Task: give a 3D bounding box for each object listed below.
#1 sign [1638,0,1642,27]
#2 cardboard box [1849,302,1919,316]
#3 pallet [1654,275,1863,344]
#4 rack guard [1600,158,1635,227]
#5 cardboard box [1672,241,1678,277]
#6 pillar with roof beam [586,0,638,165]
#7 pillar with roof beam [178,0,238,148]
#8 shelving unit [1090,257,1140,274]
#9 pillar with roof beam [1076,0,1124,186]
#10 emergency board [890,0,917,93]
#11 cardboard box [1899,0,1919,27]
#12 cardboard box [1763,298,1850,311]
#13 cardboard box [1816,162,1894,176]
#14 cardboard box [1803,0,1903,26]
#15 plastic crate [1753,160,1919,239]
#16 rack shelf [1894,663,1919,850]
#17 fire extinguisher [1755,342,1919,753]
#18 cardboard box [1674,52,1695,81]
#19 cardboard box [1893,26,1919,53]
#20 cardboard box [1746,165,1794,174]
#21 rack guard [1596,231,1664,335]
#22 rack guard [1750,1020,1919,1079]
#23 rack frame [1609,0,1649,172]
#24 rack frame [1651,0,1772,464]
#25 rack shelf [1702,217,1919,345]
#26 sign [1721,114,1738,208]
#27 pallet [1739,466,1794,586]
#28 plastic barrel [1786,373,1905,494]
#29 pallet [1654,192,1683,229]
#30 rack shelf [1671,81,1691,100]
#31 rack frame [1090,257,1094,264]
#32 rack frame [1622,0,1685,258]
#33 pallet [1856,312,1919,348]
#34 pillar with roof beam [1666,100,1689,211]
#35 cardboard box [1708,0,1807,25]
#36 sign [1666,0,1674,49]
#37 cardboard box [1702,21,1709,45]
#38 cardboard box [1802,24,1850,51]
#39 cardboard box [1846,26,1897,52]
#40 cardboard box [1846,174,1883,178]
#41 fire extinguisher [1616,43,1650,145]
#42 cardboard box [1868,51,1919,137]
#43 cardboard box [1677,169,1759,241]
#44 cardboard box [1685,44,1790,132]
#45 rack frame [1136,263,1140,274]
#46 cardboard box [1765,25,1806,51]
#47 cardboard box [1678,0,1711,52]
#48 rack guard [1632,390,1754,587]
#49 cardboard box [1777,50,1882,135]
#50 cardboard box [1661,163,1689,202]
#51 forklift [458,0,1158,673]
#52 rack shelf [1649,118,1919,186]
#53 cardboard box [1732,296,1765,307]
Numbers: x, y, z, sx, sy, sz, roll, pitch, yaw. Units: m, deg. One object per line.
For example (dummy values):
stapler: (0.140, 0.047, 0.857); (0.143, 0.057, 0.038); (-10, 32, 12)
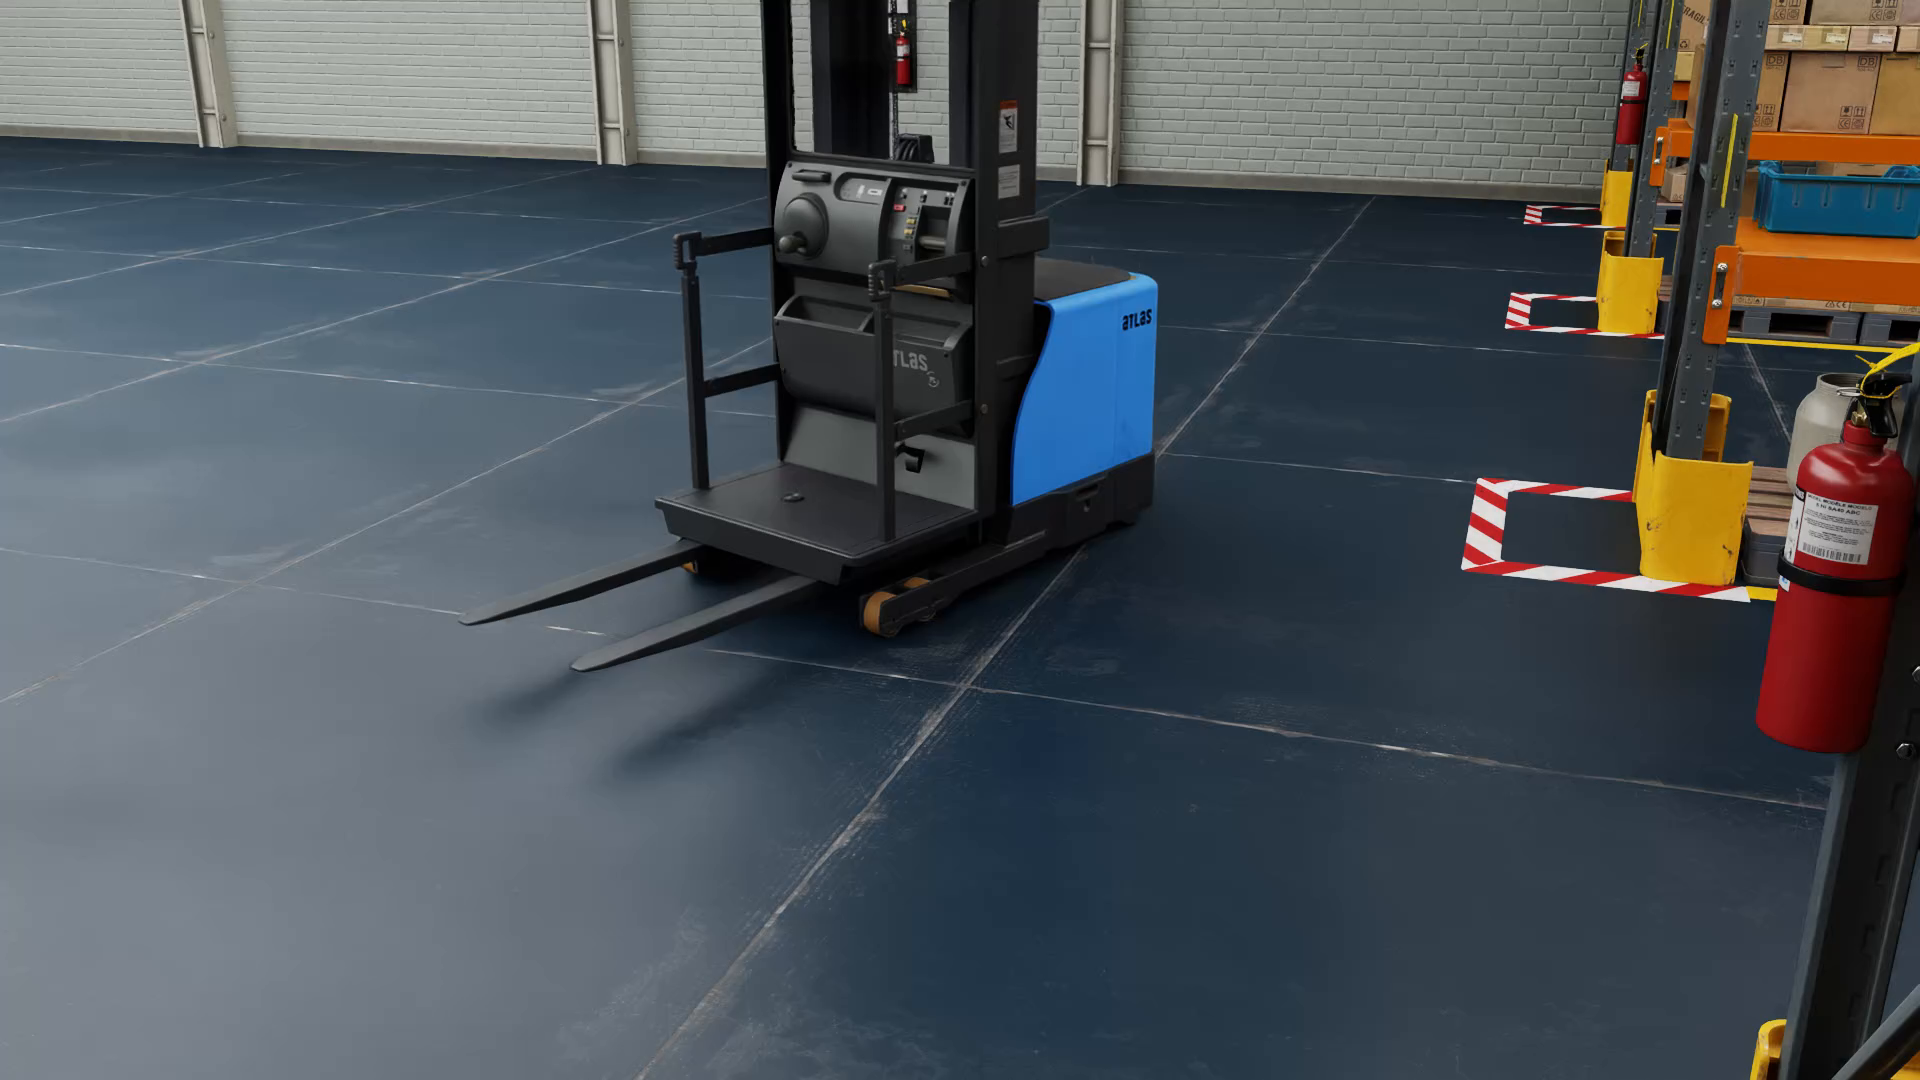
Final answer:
sign: (6.061, -4.741, 14.806); (0.005, 0.325, 0.100); (7, 20, 18)
cardboard box: (5.996, -1.626, 10.724); (0.500, 0.250, 0.500); (7, 20, 18)
pallet: (5.353, -1.574, 11.272); (1.213, 0.211, 1.003); (7, 20, 18)
rack guard: (6.310, -3.313, 15.820); (0.348, 0.500, 1.175); (7, 20, 18)
cardboard box: (5.220, -1.895, 11.493); (0.500, 0.250, 0.500); (7, 20, 18)
pillar with roof beam: (-5.564, -7.485, 14.878); (0.400, 9.000, 9.100); (7, 20, 18)
pillar with roof beam: (-11.232, -8.133, 16.737); (0.400, 9.000, 9.100); (7, 20, 18)
shelving unit: (0.630, -0.742, 7.595); (0.252, 1.050, 0.215); (14, 21, 35)
pillar with roof beam: (0.103, -6.837, 13.019); (0.400, 9.000, 9.100); (7, 20, 18)
emergency board: (-0.806, -5.622, 18.646); (0.643, 1.169, 0.194); (7, 20, 18)
cardboard box: (6.078, -3.451, 10.297); (0.500, 0.500, 0.700); (7, 20, 18)
cardboard box: (5.524, -1.681, 10.880); (0.500, 0.250, 0.500); (7, 20, 18)
cardboard box: (8.078, -3.270, 15.028); (0.500, 0.500, 0.700); (5, 20, 15)
cardboard box: (5.602, -3.505, 10.452); (0.500, 0.500, 0.700); (6, 20, 17)
plastic crate: (3.558, -1.390, 6.732); (0.616, 0.251, 0.499); (7, 20, 18)
rack shelf: (3.251, 0.675, 1.676); (4.000, 0.370, 1.077); (7, 20, 18)
fire extinguisher: (1.405, 0.000, 2.637); (0.183, 0.674, 0.296); (7, 20, 18)
cardboard box: (6.595, -4.288, 15.019); (0.500, 0.250, 0.500); (6, 20, 16)
cardboard box: (5.892, -3.094, 10.257); (0.250, 0.149, 0.380); (6, 20, 16)
cardboard box: (7.401, -3.275, 15.331); (0.500, 0.311, 0.500); (8, 21, 23)
rack guard: (4.594, -1.783, 11.431); (0.348, 0.500, 1.175); (7, 20, 18)
rack guard: (1.434, 1.308, 2.565); (0.348, 0.500, 1.175); (7, 20, 18)
rack frame: (6.239, -4.501, 15.432); (0.127, 3.000, 1.000); (7, 20, 18)
rack frame: (2.987, -1.421, 6.595); (0.127, 3.000, 1.000); (7, 20, 18)
rack shelf: (4.877, -0.865, 6.094); (4.000, 0.370, 1.077); (7, 20, 18)
sign: (2.803, -1.381, 6.061); (0.005, 0.325, 0.100); (7, 20, 18)
pallet: (3.840, -0.021, 6.816); (1.213, 0.211, 1.003); (7, 20, 18)
plastic barrel: (3.634, -0.397, 6.800); (0.421, 0.512, 0.421); (0, 19, 0)
pallet: (7.066, -3.078, 15.585); (1.213, 0.211, 1.003); (7, 20, 18)
rack shelf: (8.128, -3.946, 14.931); (4.000, 0.370, 1.077); (7, 20, 18)
rack frame: (0.533, -0.767, 7.665); (0.008, 1.050, 0.200); (14, 21, 35)
rack frame: (4.617, -2.961, 11.013); (0.127, 3.000, 1.000); (7, 20, 18)
pallet: (6.501, -1.442, 10.892); (1.213, 0.211, 1.003); (7, 20, 18)
pillar with roof beam: (5.771, -6.189, 11.160); (0.400, 9.000, 9.100); (7, 20, 18)
cardboard box: (5.103, -3.560, 10.610); (0.500, 0.500, 0.700); (7, 20, 18)
sign: (4.429, -3.235, 10.364); (0.005, 0.325, 0.100); (7, 20, 18)
cardboard box: (5.040, -3.332, 10.941); (0.250, 0.149, 0.380); (6, 20, 17)
cardboard box: (5.402, -3.150, 10.418); (0.250, 0.149, 0.380); (7, 20, 18)
cardboard box: (5.640, -3.122, 10.338); (0.250, 0.149, 0.380); (6, 20, 17)
cardboard box: (6.170, -2.146, 11.075); (0.500, 0.500, 0.500); (7, 20, 18)
fire extinguisher: (4.657, -3.081, 11.476); (0.183, 0.674, 0.296); (7, 20, 18)
cardboard box: (6.018, -2.843, 10.523); (0.500, 0.500, 0.700); (7, 20, 18)
cardboard box: (5.221, -2.249, 11.372); (0.500, 0.500, 0.500); (7, 20, 18)
cardboard box: (5.053, -2.953, 10.840); (0.500, 0.500, 0.700); (7, 20, 18)
rack frame: (0.727, -0.718, 7.525); (0.008, 1.050, 0.200); (14, 21, 35)
cardboard box: (5.167, -3.177, 10.496); (0.250, 0.149, 0.380); (6, 20, 17)
cardboard box: (6.591, -4.649, 14.914); (0.500, 0.500, 0.500); (7, 20, 18)
rack guard: (3.075, -0.247, 7.025); (0.348, 0.500, 1.175); (7, 20, 18)
cardboard box: (5.551, -2.898, 10.682); (0.500, 0.500, 0.700); (7, 20, 19)
cardboard box: (6.863, -3.337, 15.508); (0.500, 0.311, 0.500); (4, 20, 12)
forklift: (-0.475, -1.215, 6.109); (1.130, 2.935, 3.031); (15, 24, 37)
rack shelf: (6.506, -2.405, 10.511); (4.000, 0.370, 1.077); (7, 20, 18)
cardboard box: (5.050, -1.733, 11.031); (0.500, 0.250, 0.500); (7, 20, 18)
